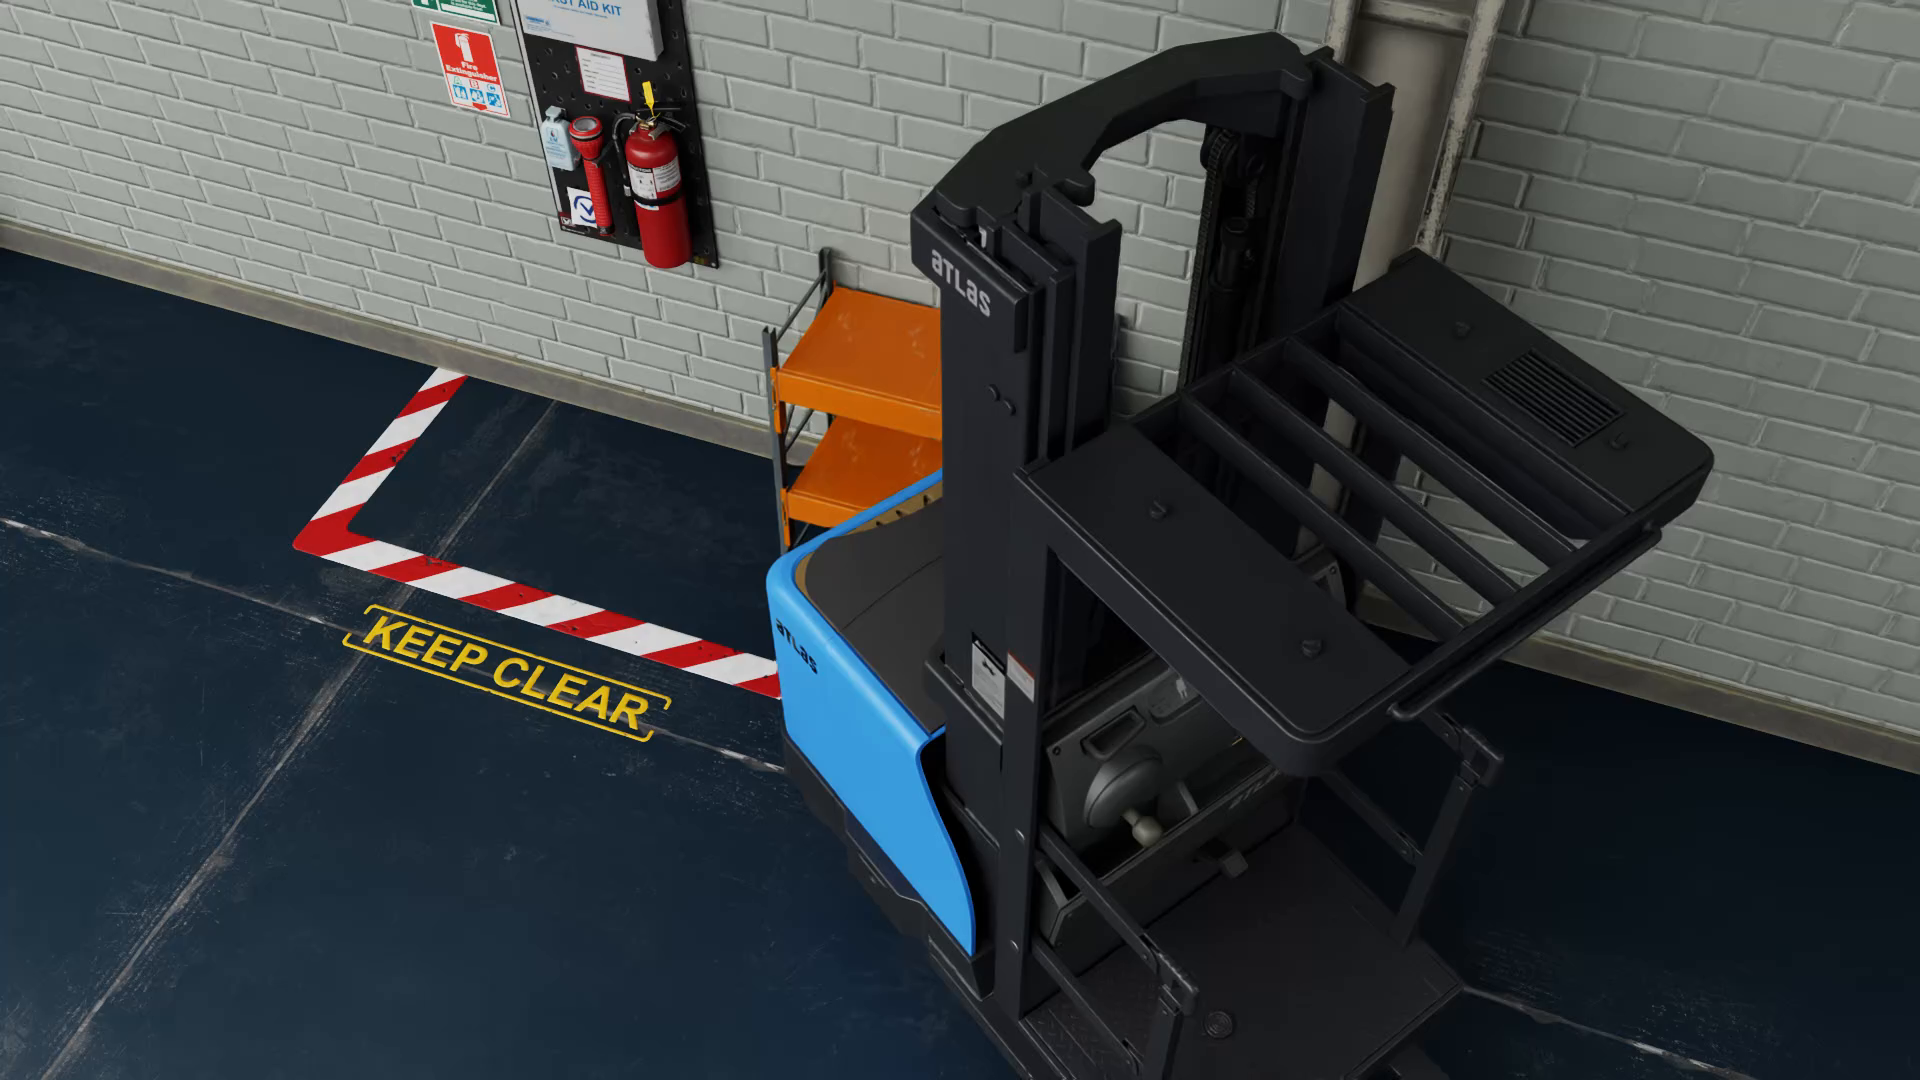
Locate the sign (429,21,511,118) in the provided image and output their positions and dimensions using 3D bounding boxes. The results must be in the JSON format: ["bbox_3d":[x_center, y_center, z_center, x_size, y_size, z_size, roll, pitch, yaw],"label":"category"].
[{"bbox_3d":[-1.653,-1.586,5.616,0.234,0.329,0.001,16,51,13],"label":"sign"}]

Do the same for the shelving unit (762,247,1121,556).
[{"bbox_3d":[-0.062,-0.298,5.730,1.048,1.125,0.538,15,47,13],"label":"shelving unit"}]

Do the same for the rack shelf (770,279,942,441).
[{"bbox_3d":[-0.058,-0.504,5.523,1.000,0.278,0.538,15,47,13],"label":"rack shelf"}]

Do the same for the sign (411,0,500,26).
[{"bbox_3d":[-1.652,-1.752,5.410,0.331,0.109,0.001,16,51,13],"label":"sign"}]

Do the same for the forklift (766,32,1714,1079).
[{"bbox_3d":[0.714,0.486,3.889,1.130,2.935,3.031,-30,55,-23],"label":"forklift"}]

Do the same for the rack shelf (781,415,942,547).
[{"bbox_3d":[-0.066,-0.125,5.903,1.000,0.278,0.538,15,47,13],"label":"rack shelf"}]

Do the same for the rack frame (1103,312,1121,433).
[{"bbox_3d":[0.416,-0.172,5.614,0.032,1.125,0.500,15,47,13],"label":"rack frame"}]

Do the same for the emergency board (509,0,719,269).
[{"bbox_3d":[-1.170,-1.357,5.441,0.643,1.169,0.194,16,51,13],"label":"emergency board"}]

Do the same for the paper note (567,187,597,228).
[{"bbox_3d":[-1.312,-1.164,5.856,0.142,0.148,0.016,16,51,13],"label":"paper note"}]

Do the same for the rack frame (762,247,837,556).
[{"bbox_3d":[-0.541,-0.424,5.846,0.032,1.125,0.500,15,47,13],"label":"rack frame"}]
